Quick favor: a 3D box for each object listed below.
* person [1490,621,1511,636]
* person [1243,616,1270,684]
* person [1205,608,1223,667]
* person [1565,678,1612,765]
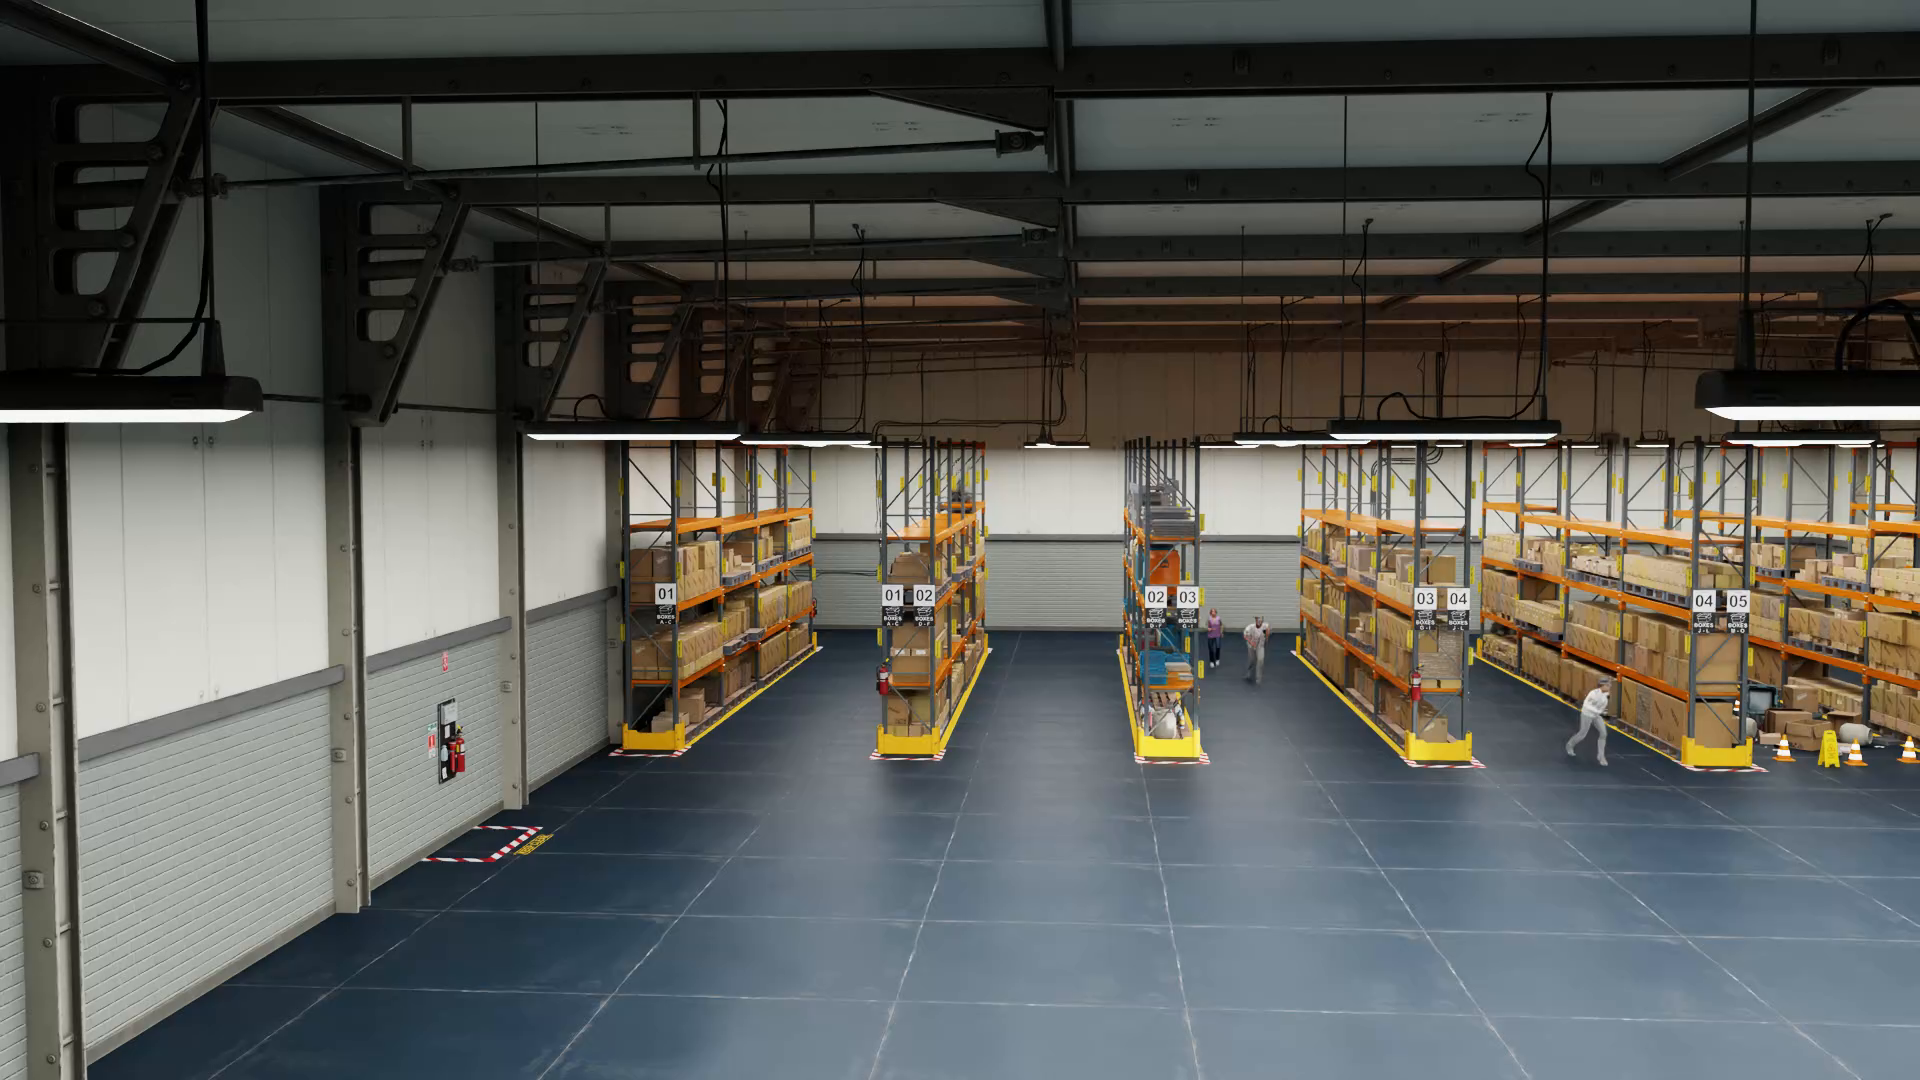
[{"bbox_3d":[15.491,2.435,47.477,0.739,1.604,0.767,3,4,44],"label":"person"},{"bbox_3d":[7.331,2.703,41.375,0.703,1.717,1.025,-1,3,-10],"label":"person"},{"bbox_3d":[6.707,2.575,43.829,0.512,1.570,0.636,0,3,3],"label":"person"},{"bbox_3d":[11.611,3.313,30.705,0.658,1.625,0.967,-2,4,-31],"label":"person"}]
